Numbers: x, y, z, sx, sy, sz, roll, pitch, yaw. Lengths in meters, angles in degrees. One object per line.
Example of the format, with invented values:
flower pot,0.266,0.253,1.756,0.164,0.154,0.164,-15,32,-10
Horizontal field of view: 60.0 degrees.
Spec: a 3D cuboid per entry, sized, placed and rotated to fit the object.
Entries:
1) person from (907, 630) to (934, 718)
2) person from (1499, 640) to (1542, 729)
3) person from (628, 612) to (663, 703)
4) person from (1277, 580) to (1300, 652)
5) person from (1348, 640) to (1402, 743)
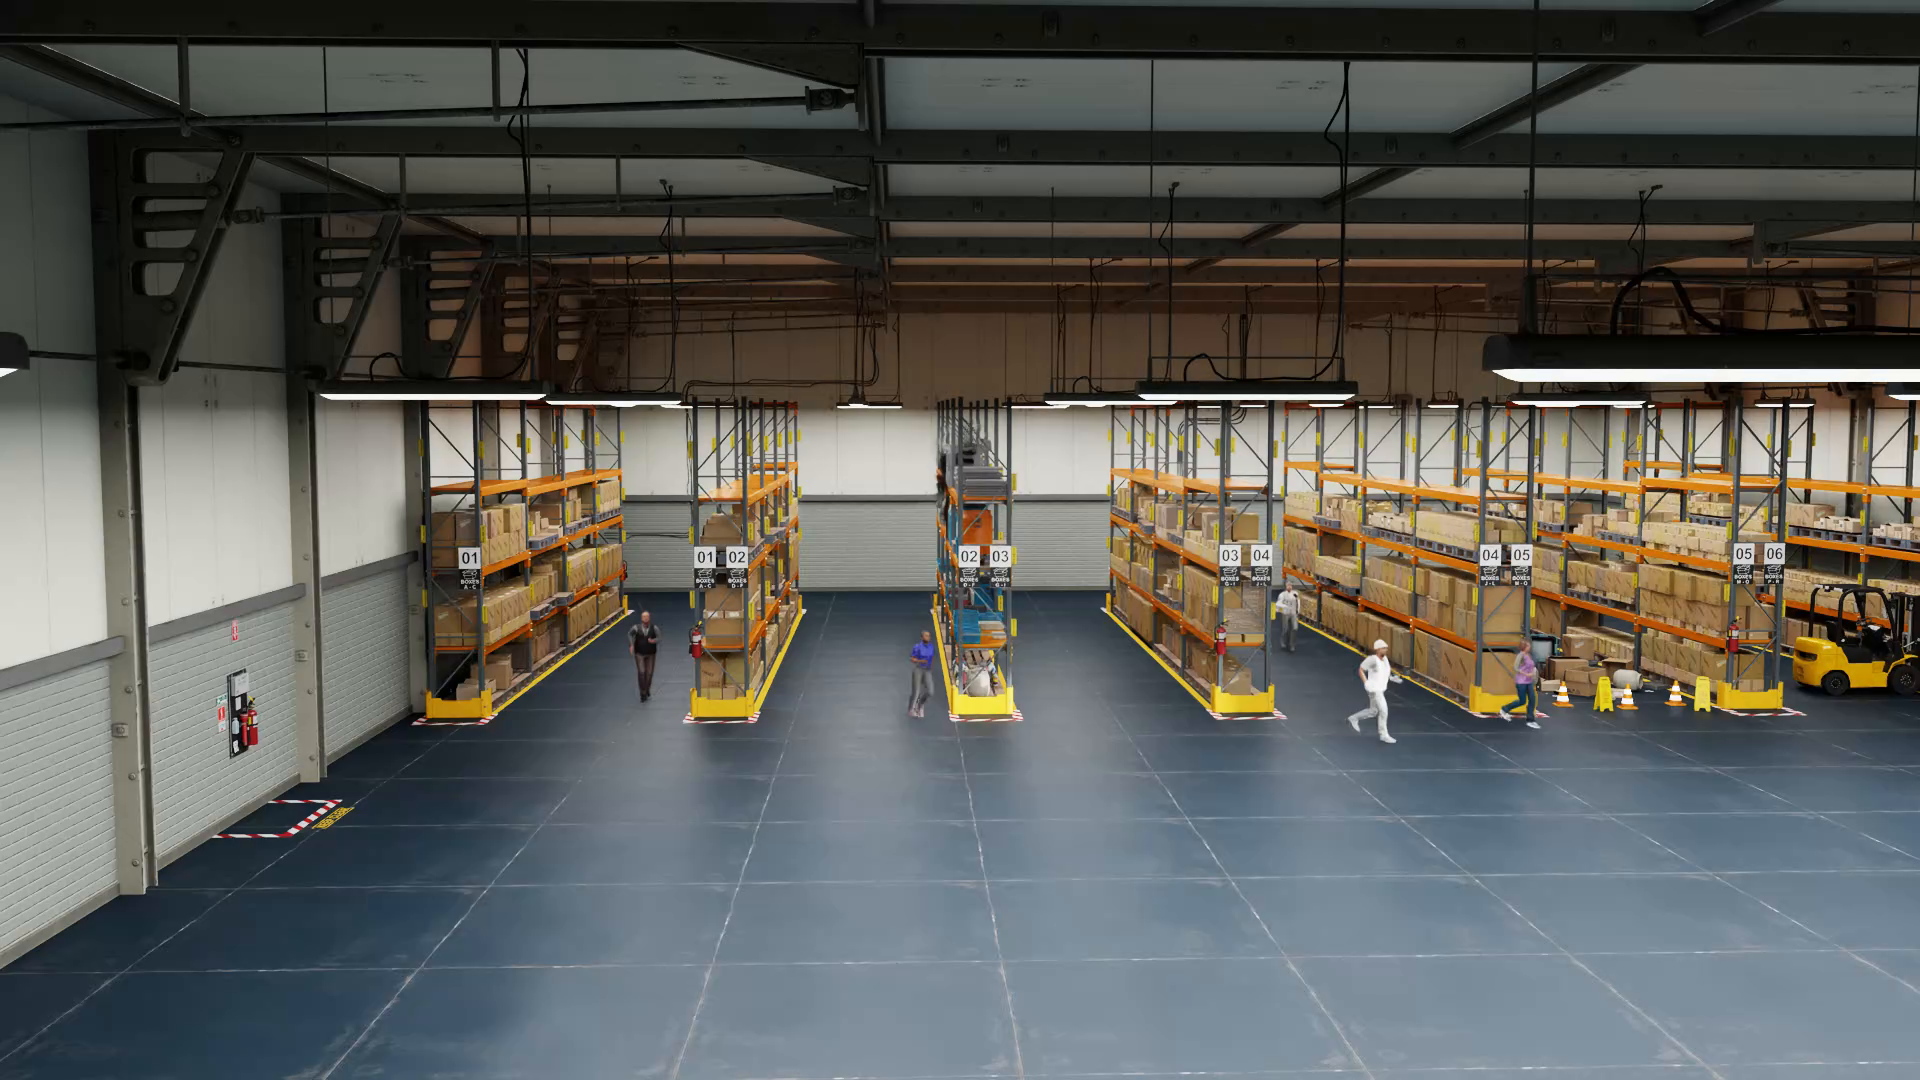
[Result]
person,-0.663,2.517,31.119,0.583,1.657,0.665,-2,5,-27
person,10.183,2.604,30.157,0.761,1.602,0.549,4,6,44
person,-6.228,2.299,32.979,0.646,1.760,0.800,-2,5,-20
person,7.887,1.811,39.885,0.612,1.740,0.714,0,4,-2
person,7.183,2.606,28.954,0.954,1.766,0.656,3,6,38
